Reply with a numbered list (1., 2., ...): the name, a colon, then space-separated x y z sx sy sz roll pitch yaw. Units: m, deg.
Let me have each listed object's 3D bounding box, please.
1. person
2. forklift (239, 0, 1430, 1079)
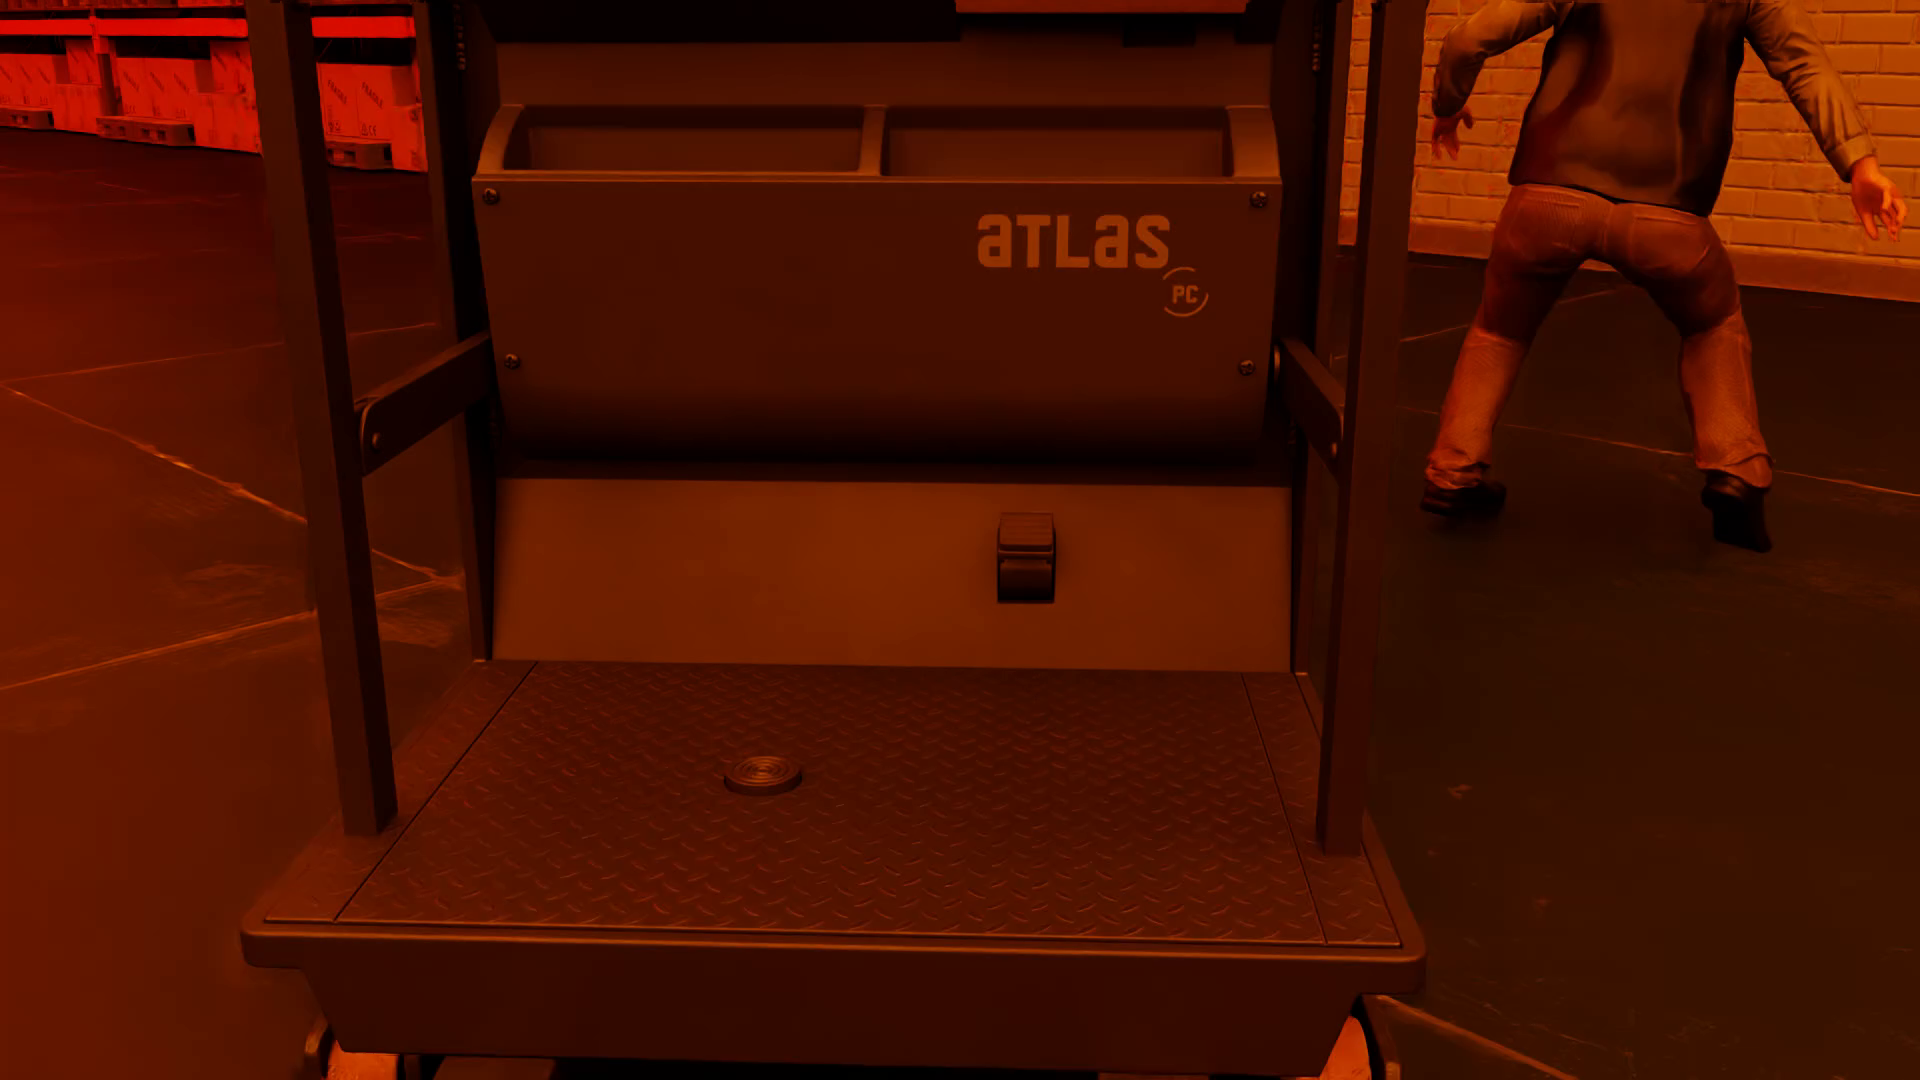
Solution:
1. person: 1.556 -0.735 3.788 0.989 1.638 0.536 6 18 18
2. forklift: -0.103 -0.834 1.624 1.130 2.935 3.031 1 17 2
